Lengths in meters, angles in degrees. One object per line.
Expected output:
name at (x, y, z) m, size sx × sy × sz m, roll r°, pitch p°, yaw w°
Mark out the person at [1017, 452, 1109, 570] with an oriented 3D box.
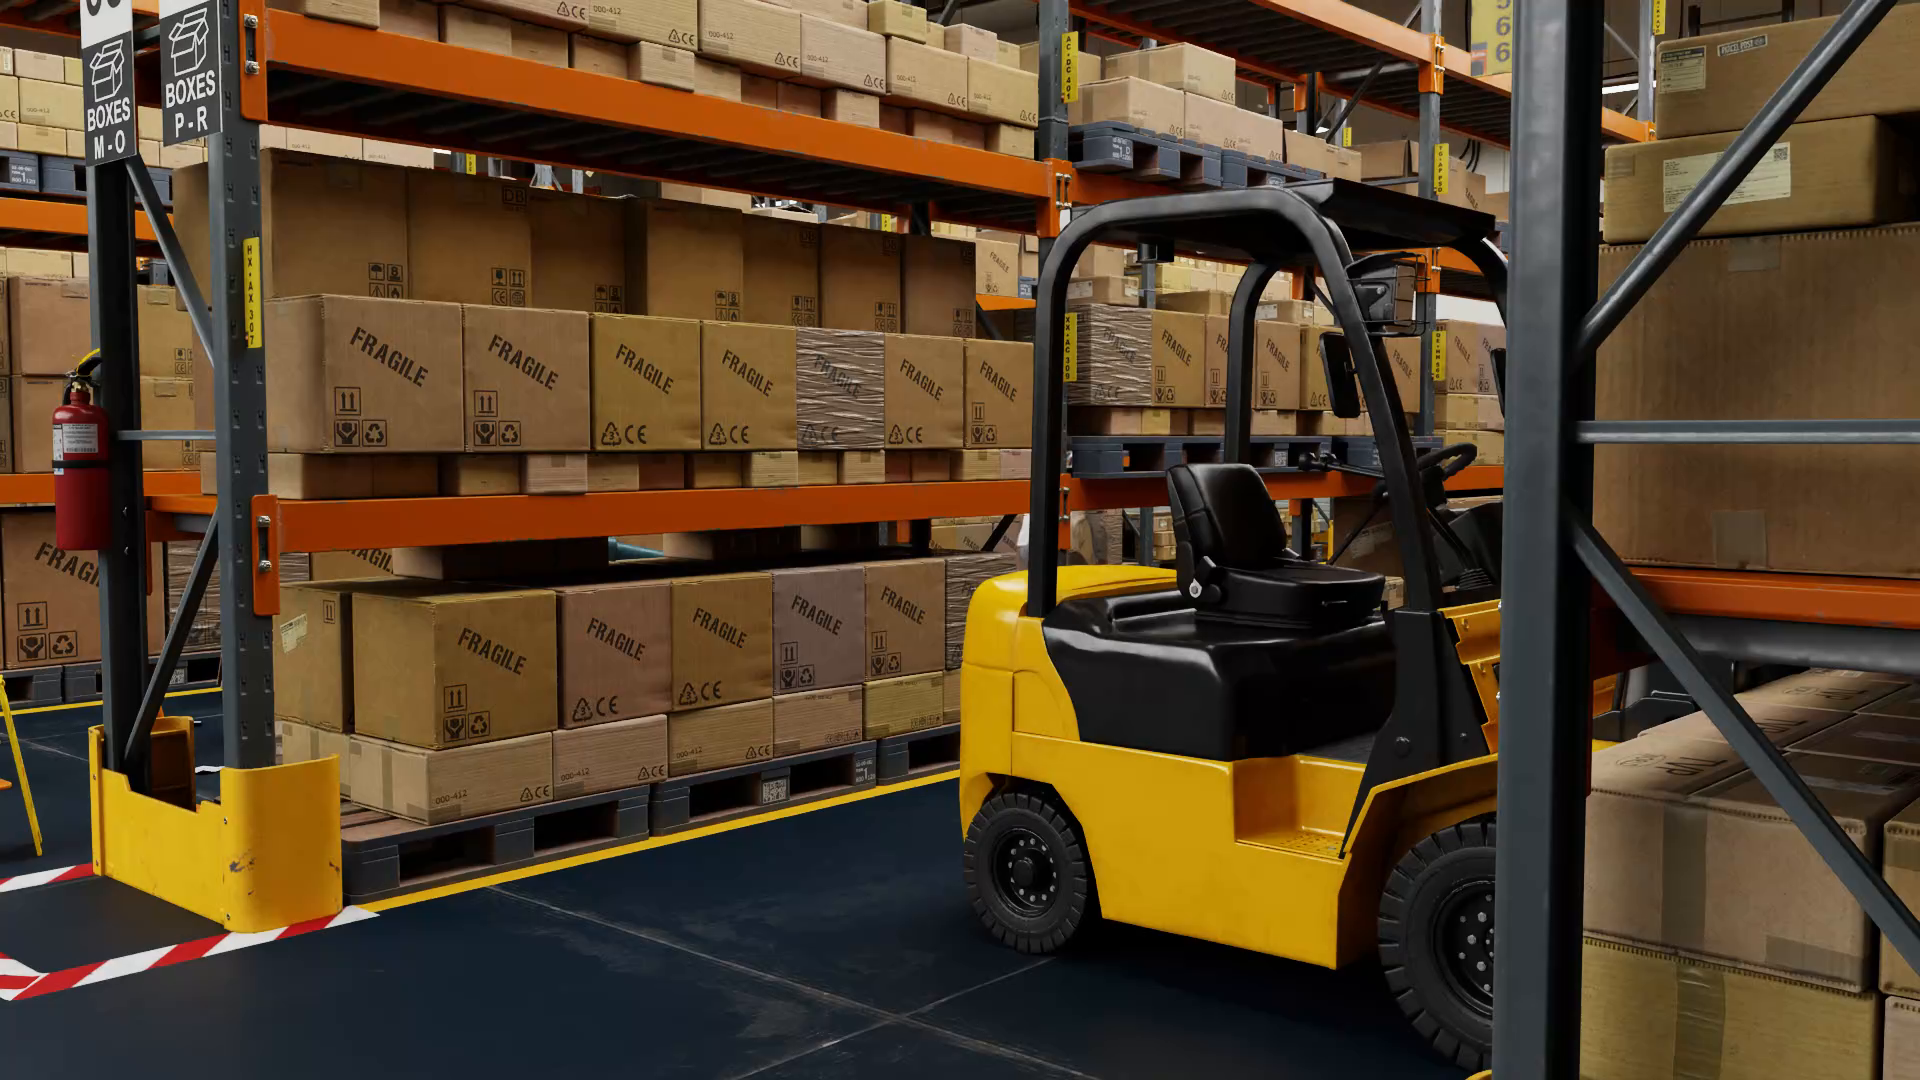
person at (0.708, 0.072, 11.511) m, size 0.592 × 1.450 × 0.752 m, roll 3°, pitch 5°, yaw 41°
